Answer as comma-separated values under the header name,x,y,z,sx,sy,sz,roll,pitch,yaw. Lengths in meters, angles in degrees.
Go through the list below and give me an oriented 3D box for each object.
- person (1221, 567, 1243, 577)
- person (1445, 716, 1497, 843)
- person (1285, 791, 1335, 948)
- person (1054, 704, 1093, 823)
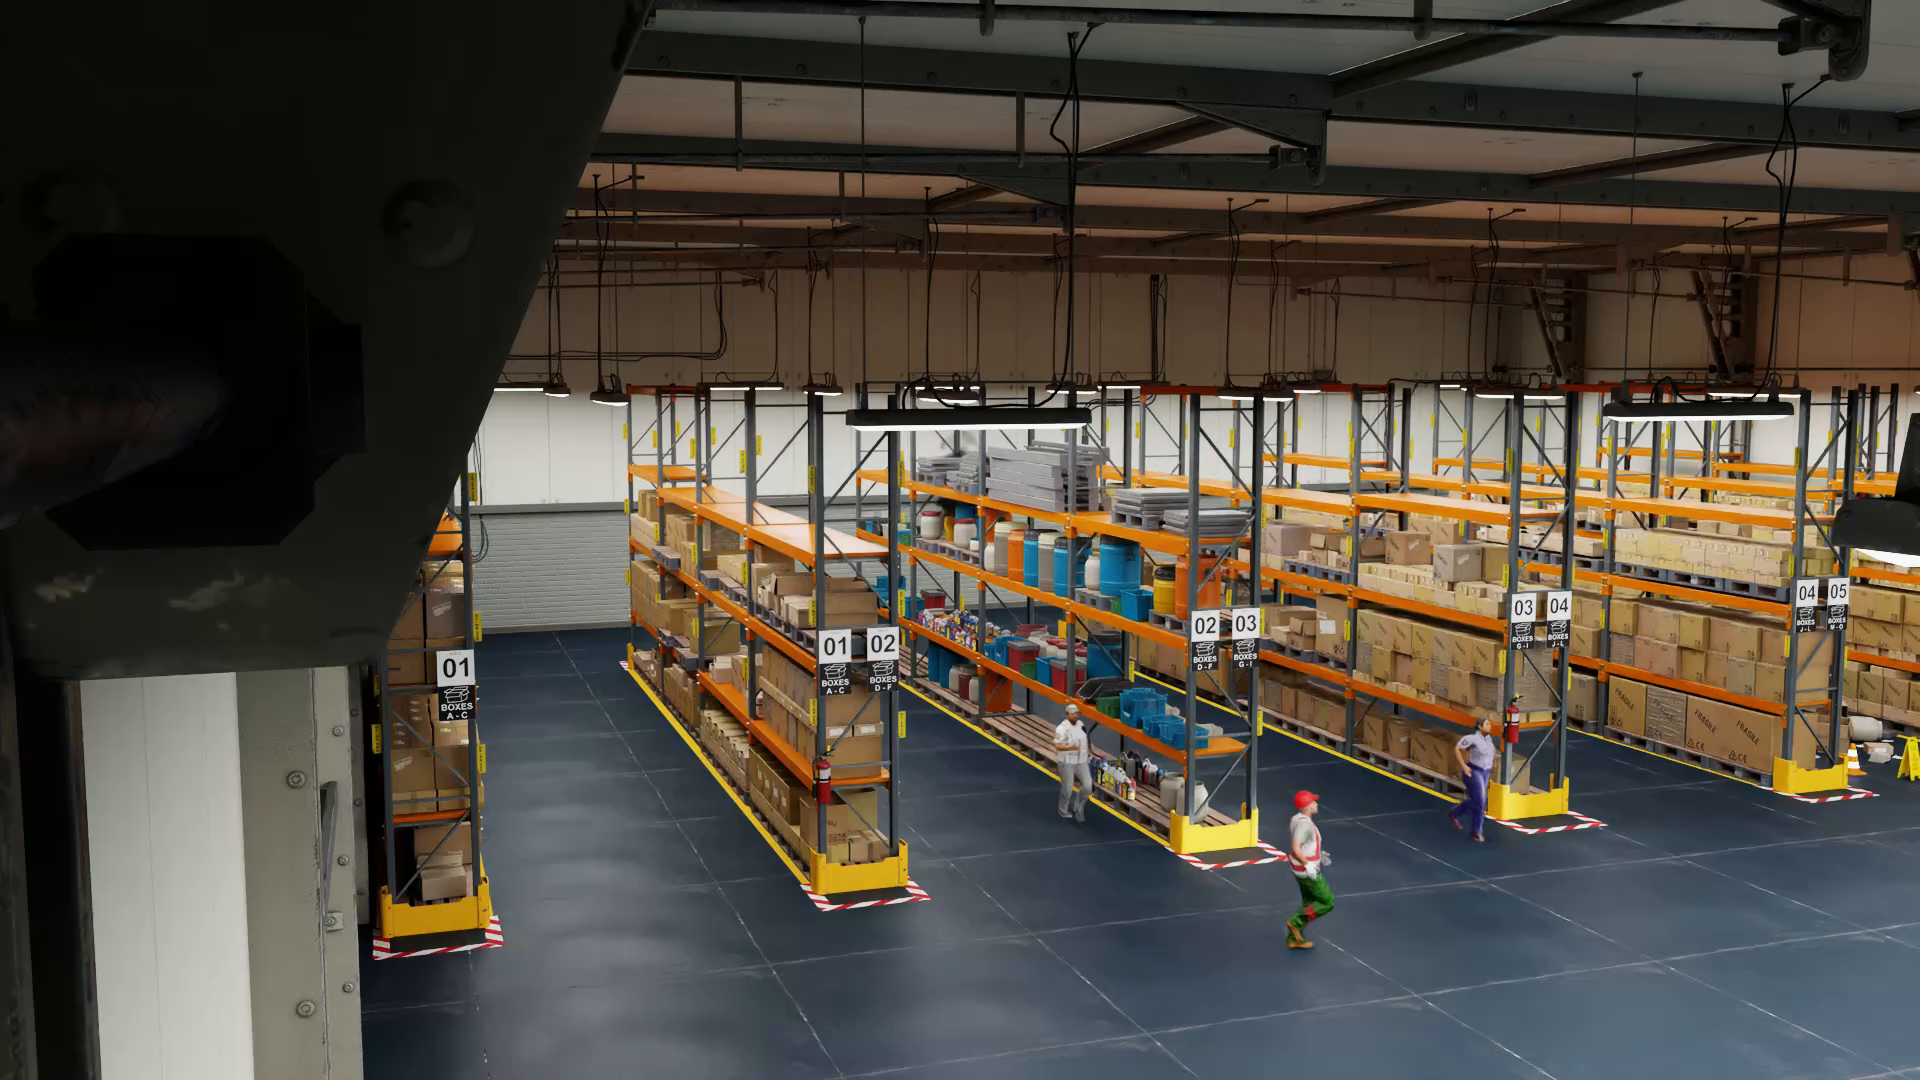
name,x,y,z,sx,sy,sz,roll,pitch,yaw
person,6.495,1.321,40.505,0.592,1.681,0.701,-5,8,-42
person,6.985,3.232,22.582,0.649,1.702,0.739,-5,8,-40
person,3.811,3.596,18.106,0.521,1.743,0.669,0,6,3
person,1.598,3.127,23.190,0.585,1.688,0.644,-3,6,-24
